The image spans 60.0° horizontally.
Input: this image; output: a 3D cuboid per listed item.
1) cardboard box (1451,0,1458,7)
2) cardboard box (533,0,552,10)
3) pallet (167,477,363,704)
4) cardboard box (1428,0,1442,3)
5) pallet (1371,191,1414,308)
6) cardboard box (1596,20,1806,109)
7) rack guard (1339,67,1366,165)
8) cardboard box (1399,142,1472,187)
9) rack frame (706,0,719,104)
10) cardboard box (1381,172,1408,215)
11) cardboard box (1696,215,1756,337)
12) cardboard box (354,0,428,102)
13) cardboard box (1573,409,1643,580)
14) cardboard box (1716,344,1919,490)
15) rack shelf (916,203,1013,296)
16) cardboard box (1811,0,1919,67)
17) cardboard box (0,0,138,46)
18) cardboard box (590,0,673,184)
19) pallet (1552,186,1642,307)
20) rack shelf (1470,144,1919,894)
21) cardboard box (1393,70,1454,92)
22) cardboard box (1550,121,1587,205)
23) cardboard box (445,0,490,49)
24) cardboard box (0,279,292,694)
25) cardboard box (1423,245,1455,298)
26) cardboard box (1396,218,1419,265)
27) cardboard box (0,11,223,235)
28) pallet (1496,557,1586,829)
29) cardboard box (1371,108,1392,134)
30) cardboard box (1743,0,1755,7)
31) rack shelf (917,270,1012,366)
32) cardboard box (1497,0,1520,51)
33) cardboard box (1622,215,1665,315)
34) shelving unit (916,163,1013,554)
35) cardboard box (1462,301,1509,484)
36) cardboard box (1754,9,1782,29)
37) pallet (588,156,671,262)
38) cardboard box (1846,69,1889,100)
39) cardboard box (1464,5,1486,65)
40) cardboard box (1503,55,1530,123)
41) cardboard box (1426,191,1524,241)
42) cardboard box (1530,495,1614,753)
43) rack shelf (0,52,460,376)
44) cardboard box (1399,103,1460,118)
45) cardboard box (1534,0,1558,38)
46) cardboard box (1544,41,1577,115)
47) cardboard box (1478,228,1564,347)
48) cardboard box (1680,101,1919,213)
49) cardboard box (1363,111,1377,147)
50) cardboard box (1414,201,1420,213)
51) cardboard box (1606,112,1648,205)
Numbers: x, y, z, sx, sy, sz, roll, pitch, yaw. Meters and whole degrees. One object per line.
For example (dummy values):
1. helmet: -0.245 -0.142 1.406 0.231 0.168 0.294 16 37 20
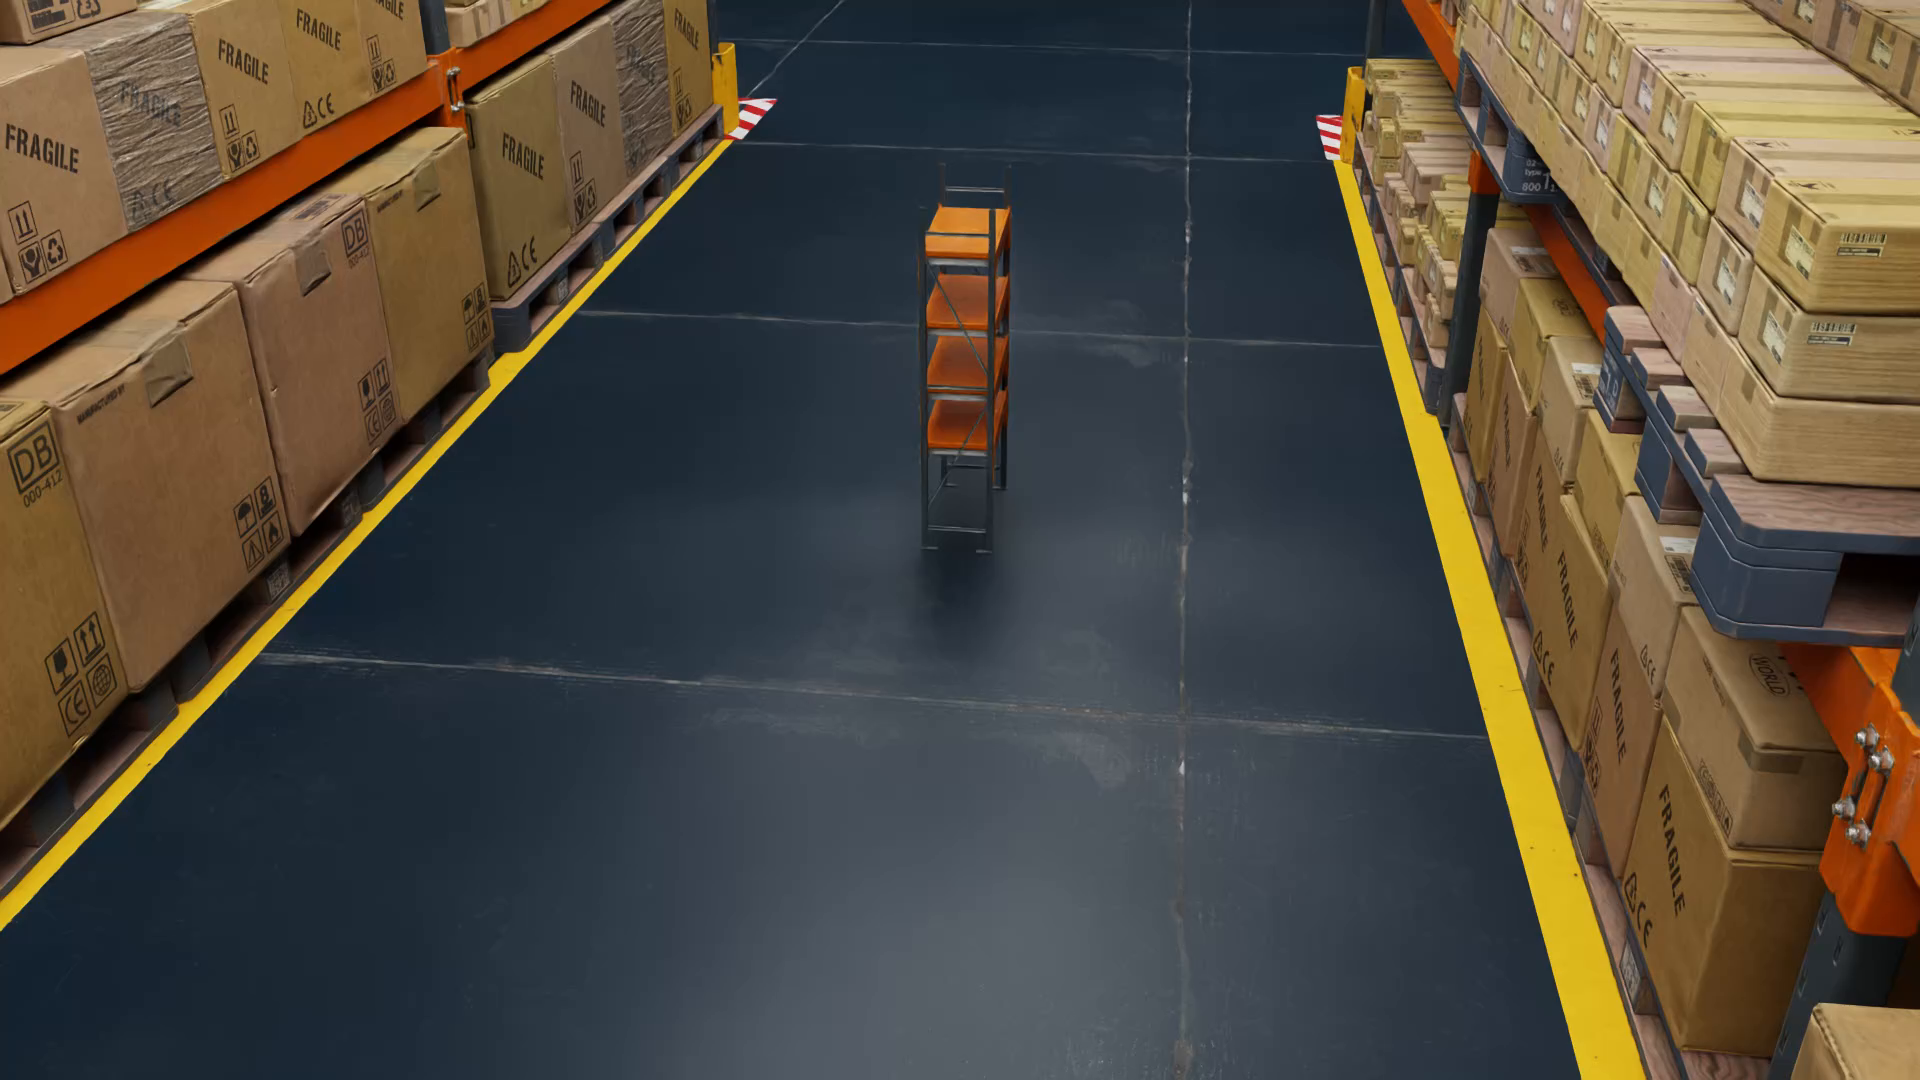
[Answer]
1. cardboard box: 2.244 -2.421 6.662 0.500 0.500 0.500 3 28 5
2. cardboard box: -2.049 -2.474 7.445 0.380 0.149 0.250 3 28 5
3. pallet: -2.677 0.078 5.383 1.003 0.211 1.213 3 28 6
4. cardboard box: 2.323 -2.535 7.558 0.380 0.149 0.250 4 29 7
5. pallet: 2.594 -1.424 8.170 1.003 0.211 1.213 3 28 6
6. cardboard box: 1.676 -1.077 3.781 0.380 0.149 0.250 5 29 9
7. rack guard: 2.881 -2.504 9.871 1.175 0.500 0.348 3 28 6
8. cardboard box: 2.272 -1.750 7.771 0.380 0.149 0.250 2 28 4
9. rack frame: -2.020 -3.976 9.968 1.000 3.000 0.127 3 28 6
10. cardboard box: 2.340 -1.745 8.389 0.380 0.149 0.250 2 28 4
11. cardboard box: 1.550 -0.464 2.958 0.380 0.149 0.250 4 29 8
12. cardboard box: -2.296 -1.901 6.011 0.500 0.500 0.500 3 29 6
13. cardboard box: 1.863 -0.103 4.180 0.500 0.250 0.500 4 29 7
14. cardboard box: 1.514 -0.208 2.795 0.380 0.149 0.250 4 29 7
15. rack shelf: 0.020 -0.952 5.424 0.258 0.148 0.480 3 28 6
16. cardboard box: 2.384 -1.280 4.158 0.380 0.149 0.250 2 28 4
17. cardboard box: -2.736 -1.662 4.509 0.797 0.503 0.637 4 29 8
18. cardboard box: -2.130 -2.491 9.009 0.875 0.875 0.875 3 28 6
19. pallet: 2.112 -0.724 4.134 1.003 0.211 1.213 3 28 6
20. rack shelf: 2.155 -0.499 4.272 1.077 0.370 4.000 3 28 6
21. cardboard box: 2.575 -2.468 9.105 0.380 0.149 0.250 4 29 7
22. cardboard box: 1.707 -0.940 4.153 0.380 0.149 0.250 2 28 4
23. cardboard box: -2.144 -2.102 6.755 0.380 0.149 0.250 3 29 6
24. cardboard box: -2.778 -0.203 4.761 1.225 0.875 0.875 3 29 6
25. cardboard box: 2.144 -1.113 6.903 0.380 0.149 0.250 2 28 4
26. cardboard box: 2.237 -1.379 7.710 0.380 0.149 0.250 3 28 6
27. cardboard box: -2.487 -1.187 4.685 0.500 0.500 0.500 3 29 6
28. pallet: 2.159 0.413 4.761 1.003 0.211 1.213 3 28 6
29. cardboard box: 2.482 -2.344 9.187 0.380 0.149 0.250 3 28 6
30. cardboard box: 2.479 -1.645 4.836 0.380 0.149 0.250 2 28 5
31. rack shelf: 0.020 -0.744 5.536 0.258 0.148 0.480 3 28 6
32. cardboard box: 1.835 -1.560 4.992 0.380 0.149 0.250 4 29 7
33. cardboard box: 1.612 -0.563 3.454 0.380 0.149 0.250 3 28 6
34. shelving unit: 0.020 -0.606 5.610 0.258 1.200 0.503 3 28 6
35. cardboard box: 2.047 -0.509 5.726 0.500 0.500 0.500 4 29 8
36. cardboard box: 2.454 -1.394 4.684 0.380 0.149 0.250 2 28 5
37. pallet: -2.192 -1.795 8.859 1.003 0.211 1.213 3 28 6
38. cardboard box: 2.354 -1.029 4.006 0.380 0.149 0.250 4 29 8
39. cardboard box: 1.896 -1.673 5.515 0.380 0.149 0.250 2 28 4
40. cardboard box: 1.801 -1.307 4.835 0.380 0.149 0.250 4 29 7
41. cardboard box: 2.201 -1.372 7.070 0.380 0.149 0.250 3 28 6
42. cardboard box: 1.847 0.222 4.368 0.500 0.500 0.500 2 28 4
43. rack shelf: -2.755 -0.835 4.896 1.077 0.370 4.000 3 28 6
44. cardboard box: 2.425 -2.106 8.432 0.380 0.149 0.250 4 29 8
45. cardboard box: 1.770 -1.445 4.464 0.380 0.149 0.250 3 28 6
46. cardboard box: 1.740 -1.186 4.297 0.380 0.149 0.250 3 28 5
47. cardboard box: 2.048 -0.839 5.548 0.500 0.250 0.500 2 28 4
48. cardboard box: 1.580 -0.709 3.099 0.380 0.149 0.250 4 29 8
49. cardboard box: 2.508 -2.342 9.498 0.380 0.149 0.250 4 29 7
50. cardboard box: 2.352 -1.598 7.804 0.380 0.149 0.250 2 28 4
51. cardboard box: 1.643 -0.823 3.624 0.380 0.149 0.250 3 28 6
